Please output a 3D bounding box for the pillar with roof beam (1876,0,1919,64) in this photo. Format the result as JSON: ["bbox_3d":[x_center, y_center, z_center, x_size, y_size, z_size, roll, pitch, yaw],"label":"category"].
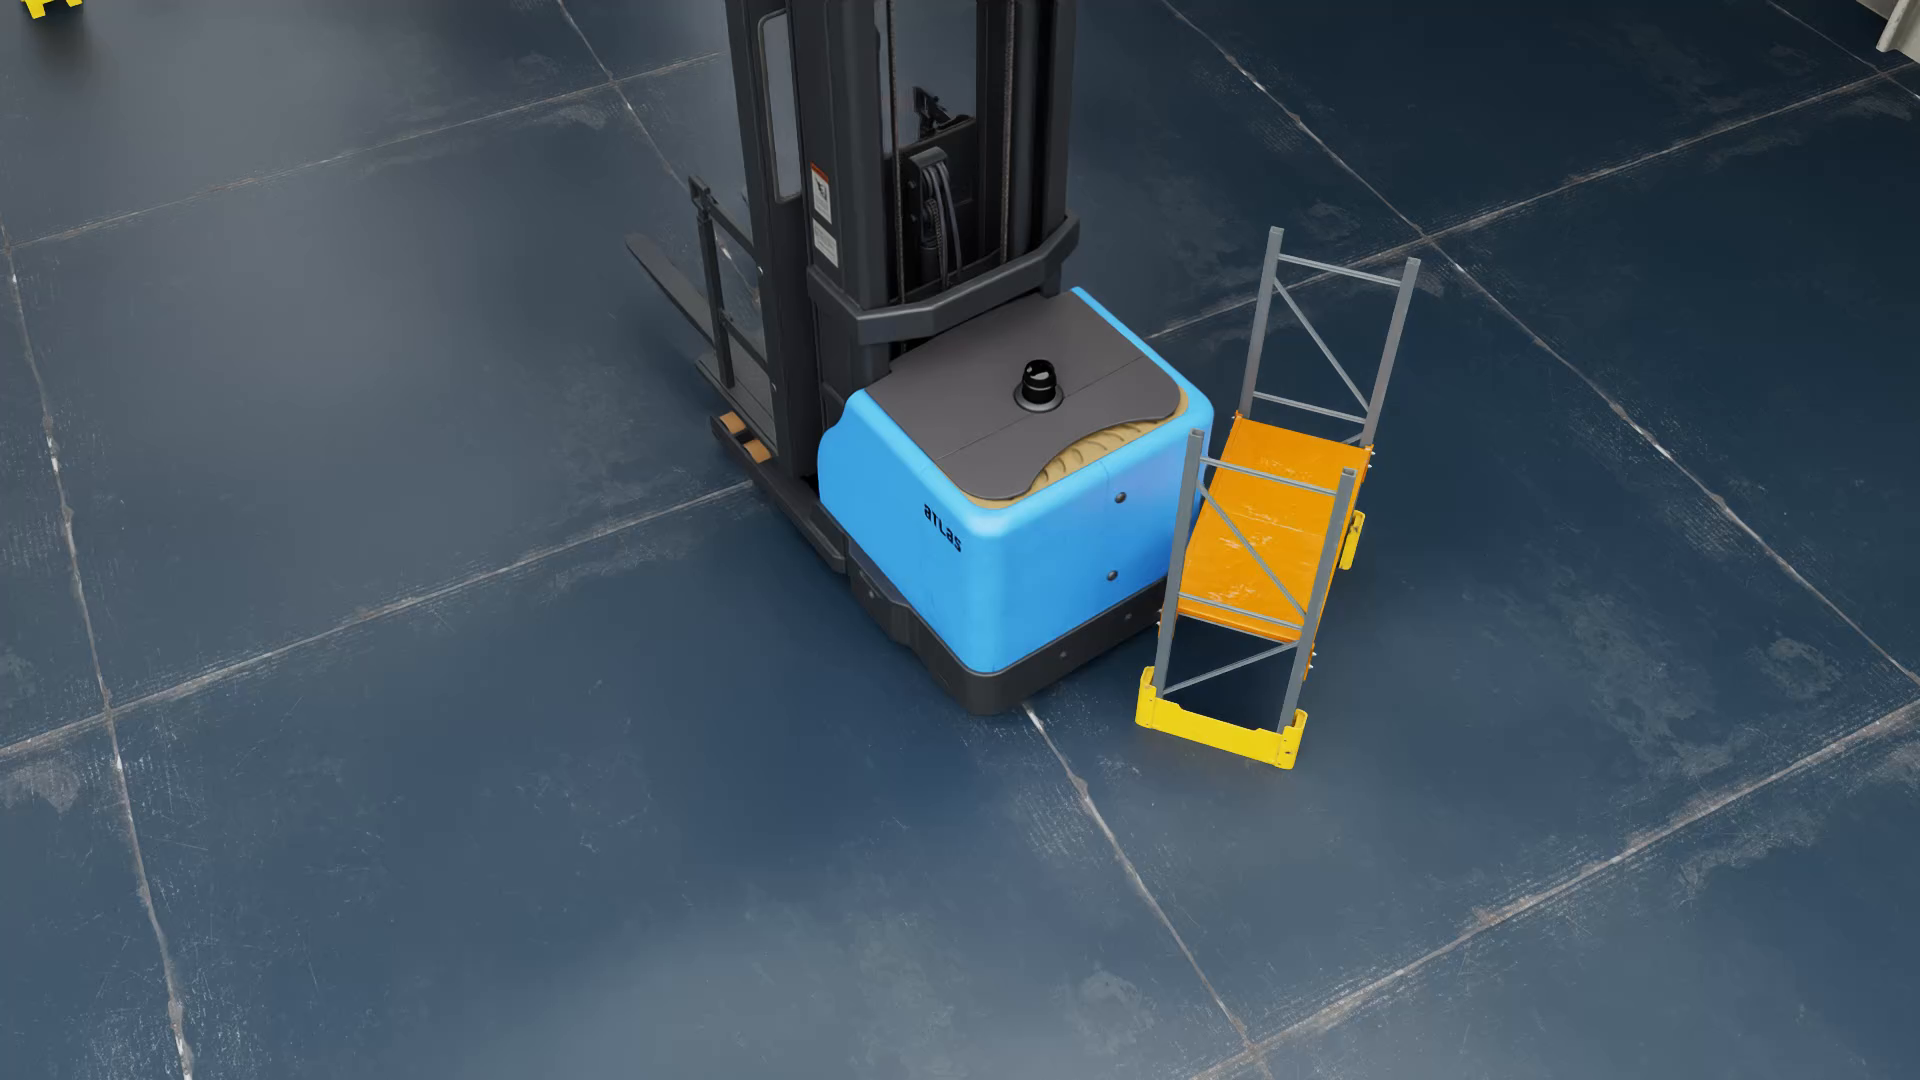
[{"bbox_3d":[1.334,-4.058,4.213,9.100,9.000,0.400,-21,52,-18],"label":"pillar with roof beam"}]

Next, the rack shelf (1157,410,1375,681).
[{"bbox_3d":[1.094,-0.004,5.889,0.538,0.185,1.000,16,51,13],"label":"rack shelf"}]

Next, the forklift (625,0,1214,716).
[{"bbox_3d":[-0.379,-1.410,5.929,1.130,2.935,3.031,-28,54,-22],"label":"forklift"}]

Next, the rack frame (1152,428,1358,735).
[{"bbox_3d":[-3.070,-5.547,10.298,13.265,1.800,11.374,16,51,13],"label":"rack frame"}]

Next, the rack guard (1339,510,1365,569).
[{"bbox_3d":[1.272,-0.069,6.537,0.587,0.250,0.087,16,51,13],"label":"rack guard"}]

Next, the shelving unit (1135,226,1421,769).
[{"bbox_3d":[-3.051,-5.538,10.291,13.309,1.800,11.382,16,51,13],"label":"shelving unit"}]

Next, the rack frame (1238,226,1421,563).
[{"bbox_3d":[1.273,-0.481,6.067,0.500,1.500,0.032,16,51,13],"label":"rack frame"}]

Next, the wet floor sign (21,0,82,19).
[{"bbox_3d":[-5.060,-3.207,9.019,0.267,0.644,0.232,-30,55,-23],"label":"wet floor sign"}]

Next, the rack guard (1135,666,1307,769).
[{"bbox_3d":[0.923,0.633,5.923,0.587,0.250,0.087,16,51,13],"label":"rack guard"}]
